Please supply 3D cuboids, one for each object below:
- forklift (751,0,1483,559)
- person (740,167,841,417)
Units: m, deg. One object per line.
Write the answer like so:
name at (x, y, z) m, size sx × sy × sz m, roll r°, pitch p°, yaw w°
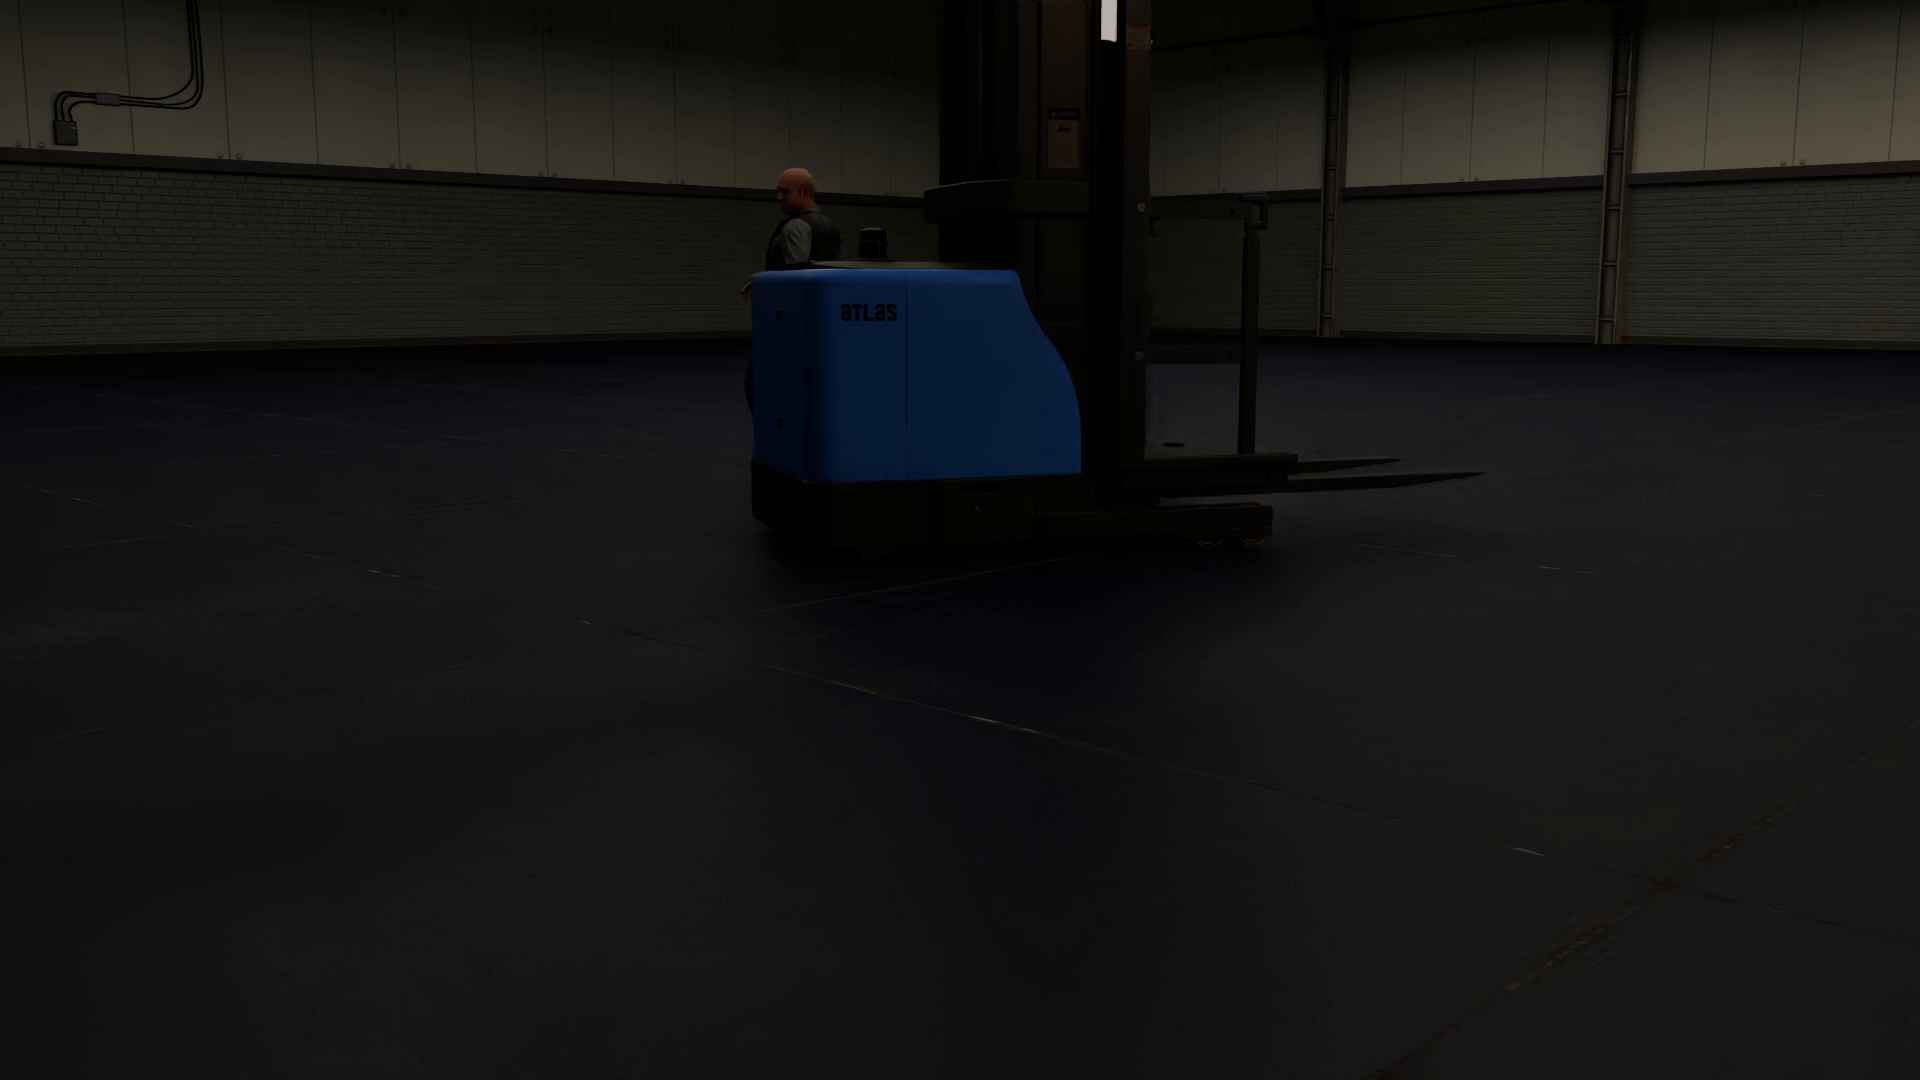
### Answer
forklift at (0.712, -1.489, 6.761) m, size 3.031 × 2.935 × 1.130 m, roll -3°, pitch 9°, yaw -19°
person at (-0.877, -1.153, 8.912) m, size 0.760 × 1.648 × 0.601 m, roll 8°, pitch 11°, yaw 41°
